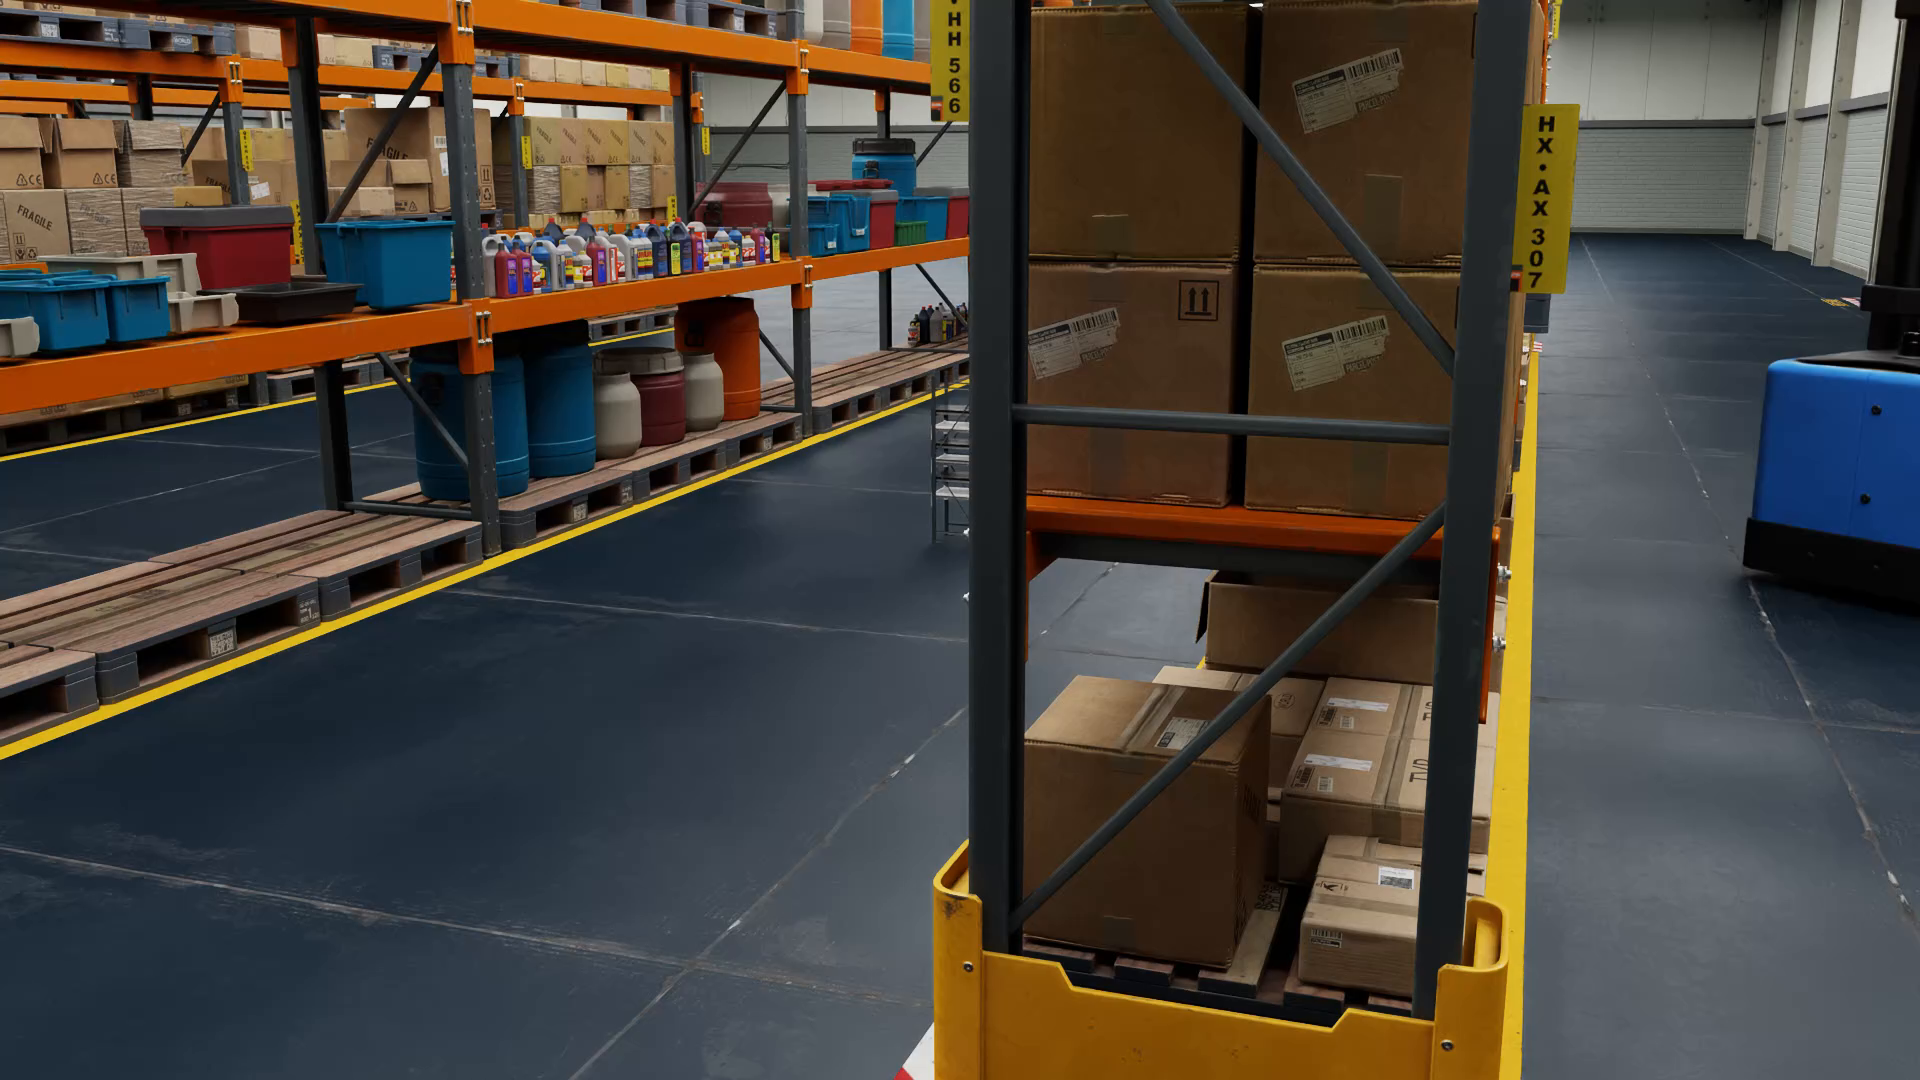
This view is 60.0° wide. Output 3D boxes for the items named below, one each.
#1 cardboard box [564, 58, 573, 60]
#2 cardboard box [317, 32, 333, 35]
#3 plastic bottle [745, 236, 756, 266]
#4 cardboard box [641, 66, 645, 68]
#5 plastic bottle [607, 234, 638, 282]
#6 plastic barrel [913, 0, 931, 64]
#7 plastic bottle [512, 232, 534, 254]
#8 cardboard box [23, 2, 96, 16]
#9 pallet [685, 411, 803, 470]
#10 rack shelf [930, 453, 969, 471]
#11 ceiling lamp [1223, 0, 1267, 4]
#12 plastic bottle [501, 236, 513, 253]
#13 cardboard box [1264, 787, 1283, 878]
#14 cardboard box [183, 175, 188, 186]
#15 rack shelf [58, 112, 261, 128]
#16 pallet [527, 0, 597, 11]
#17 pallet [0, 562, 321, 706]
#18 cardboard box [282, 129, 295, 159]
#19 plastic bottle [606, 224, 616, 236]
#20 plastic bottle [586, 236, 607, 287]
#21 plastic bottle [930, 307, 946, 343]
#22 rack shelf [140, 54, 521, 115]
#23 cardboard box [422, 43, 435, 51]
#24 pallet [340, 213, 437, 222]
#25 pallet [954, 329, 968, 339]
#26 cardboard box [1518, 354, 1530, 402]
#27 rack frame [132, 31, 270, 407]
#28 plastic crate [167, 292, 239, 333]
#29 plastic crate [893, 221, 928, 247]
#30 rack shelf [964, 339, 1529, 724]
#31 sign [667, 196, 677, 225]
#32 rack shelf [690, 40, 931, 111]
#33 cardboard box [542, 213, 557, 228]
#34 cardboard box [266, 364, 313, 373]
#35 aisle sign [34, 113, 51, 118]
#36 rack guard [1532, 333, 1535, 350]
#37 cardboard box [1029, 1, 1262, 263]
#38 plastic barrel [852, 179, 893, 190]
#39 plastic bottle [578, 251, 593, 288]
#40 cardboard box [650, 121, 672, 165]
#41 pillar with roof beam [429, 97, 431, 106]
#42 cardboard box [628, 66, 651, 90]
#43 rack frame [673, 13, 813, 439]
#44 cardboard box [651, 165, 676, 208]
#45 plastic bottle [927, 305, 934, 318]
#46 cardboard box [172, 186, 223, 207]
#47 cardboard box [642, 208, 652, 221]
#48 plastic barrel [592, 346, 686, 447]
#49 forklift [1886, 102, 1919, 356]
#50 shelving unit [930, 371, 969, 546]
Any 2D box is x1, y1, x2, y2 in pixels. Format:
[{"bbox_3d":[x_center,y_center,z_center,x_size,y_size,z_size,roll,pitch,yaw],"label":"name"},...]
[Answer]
[{"bbox_3d":[-4.415,-5.257,17.979,0.380,0.149,0.250,5,14,20],"label":"cardboard box"},{"bbox_3d":[-5.711,-4.555,14.115,0.500,0.500,0.500,4,14,19],"label":"cardboard box"},{"bbox_3d":[-1.444,-1.972,11.335,0.097,0.201,0.097,0,13,0],"label":"plastic bottle"},{"bbox_3d":[-3.917,-5.591,19.443,0.380,0.149,0.250,5,14,19],"label":"cardboard box"},{"bbox_3d":[-1.997,-1.668,9.833,0.152,0.276,0.135,4,14,18],"label":"plastic bottle"},{"bbox_3d":[-0.464,-4.545,14.294,0.600,0.901,0.600,0,13,0],"label":"plastic barrel"},{"bbox_3d":[-2.660,-1.721,10.064,0.152,0.276,0.135,4,14,18],"label":"plastic bottle"},{"bbox_3d":[-6.600,-4.008,11.896,0.500,0.500,0.500,5,14,21],"label":"cardboard box"},{"bbox_3d":[-1.803,-0.728,11.704,1.003,0.211,1.213,4,14,18],"label":"pallet"},{"bbox_3d":[-0.003,-0.405,8.888,0.258,0.077,0.200,4,14,18],"label":"rack shelf"},{"bbox_3d":[7.784,-15.197,42.139,2.000,3.144,0.800,4,14,18],"label":"ceiling lamp"},{"bbox_3d":[-2.655,-1.636,9.704,0.097,0.271,0.097,0,13,0],"label":"plastic bottle"},{"bbox_3d":[0.668,0.741,4.379,0.380,0.166,0.250,4,14,18],"label":"cardboard box"},{"bbox_3d":[-9.533,-3.986,19.372,0.875,0.550,0.550,4,14,18],"label":"cardboard box"},{"bbox_3d":[-5.776,-5.373,23.436,26.242,4.048,19.147,4,14,18],"label":"rack shelf"},{"bbox_3d":[-2.721,-2.957,8.886,1.213,0.211,1.003,4,14,18],"label":"pallet"},{"bbox_3d":[-3.476,0.360,6.935,1.003,0.211,1.213,4,14,18],"label":"pallet"},{"bbox_3d":[-8.904,-4.970,21.257,0.875,0.550,0.550,4,14,18],"label":"cardboard box"},{"bbox_3d":[-2.345,-1.961,11.101,0.061,0.283,0.133,4,14,18],"label":"plastic bottle"},{"bbox_3d":[-2.072,-1.591,9.480,0.061,0.283,0.133,4,14,18],"label":"plastic bottle"},{"bbox_3d":[-0.222,-2.168,16.710,0.144,0.351,0.185,4,14,18],"label":"plastic bottle"},{"bbox_3d":[-5.627,-4.146,15.288,1.077,0.370,4.000,4,14,18],"label":"rack shelf"},{"bbox_3d":[-5.190,-4.852,16.122,0.396,0.266,0.258,5,14,20],"label":"cardboard box"},{"bbox_3d":[-5.673,-2.940,15.557,1.003,0.211,1.213,4,14,18],"label":"pallet"},{"bbox_3d":[0.356,-2.136,17.870,1.003,0.211,1.213,4,14,18],"label":"pallet"},{"bbox_3d":[3.545,-1.126,11.156,0.500,0.311,0.500,5,14,20],"label":"cardboard box"},{"bbox_3d":[-6.274,-2.613,13.697,1.000,3.000,0.127,4,14,18],"label":"rack frame"},{"bbox_3d":[-3.161,-0.927,6.766,0.293,0.136,0.466,4,14,18],"label":"plastic crate"},{"bbox_3d":[-0.590,-2.609,14.152,0.450,0.188,0.662,4,14,18],"label":"plastic crate"},{"bbox_3d":[1.157,-0.285,5.114,1.077,0.370,4.000,4,14,18],"label":"rack shelf"},{"bbox_3d":[-2.111,-2.374,12.283,0.100,0.325,0.005,4,14,18],"label":"sign"},{"bbox_3d":[-0.941,-3.790,13.726,1.077,0.370,4.000,4,14,18],"label":"rack shelf"},{"bbox_3d":[-4.533,-3.408,17.745,0.380,0.149,0.250,4,14,18],"label":"cardboard box"},{"bbox_3d":[-6.077,-1.752,14.550,0.700,0.500,0.500,4,13,15],"label":"cardboard box"},{"bbox_3d":[-13.336,-6.314,24.068,0.394,0.787,0.004,4,14,18],"label":"aisle sign"},{"bbox_3d":[5.694,-2.370,18.249,1.175,0.500,0.348,4,14,18],"label":"rack guard"},{"bbox_3d":[0.393,-0.865,3.564,0.500,0.500,0.500,4,14,18],"label":"cardboard box"},{"bbox_3d":[-0.811,-2.980,14.996,0.433,0.535,0.433,0,13,0],"label":"plastic barrel"},{"bbox_3d":[-2.127,-1.528,9.389,0.097,0.201,0.097,0,13,0],"label":"plastic bottle"},{"bbox_3d":[-3.786,-4.740,19.873,0.500,0.500,0.500,4,14,18],"label":"cardboard box"},{"bbox_3d":[-8.941,-11.691,39.986,9.100,9.000,0.400,4,14,18],"label":"pillar with roof beam"},{"bbox_3d":[-3.934,-5.355,19.303,0.500,0.250,0.500,5,14,20],"label":"cardboard box"},{"bbox_3d":[-1.588,-2.257,12.134,1.000,3.000,0.127,4,14,18],"label":"rack frame"},{"bbox_3d":[-3.938,-4.264,20.035,0.875,0.500,0.500,4,14,18],"label":"cardboard box"},{"bbox_3d":[-0.296,-2.219,16.932,0.144,0.351,0.185,4,13,16],"label":"plastic bottle"},{"bbox_3d":[-6.200,-2.540,13.152,0.500,0.500,0.500,5,14,20],"label":"cardboard box"},{"bbox_3d":[-3.912,-3.890,19.856,0.380,0.149,0.250,4,14,18],"label":"cardboard box"},{"bbox_3d":[-2.095,-0.944,10.858,0.600,0.588,0.708,4,14,18],"label":"plastic barrel"},{"bbox_3d":[6.154,-1.464,8.815,5.066,2.935,1.121,-9,16,-34],"label":"forklift"},{"bbox_3d":[-0.003,-0.437,8.880,0.258,0.900,0.210,4,14,18],"label":"shelving unit"}]
